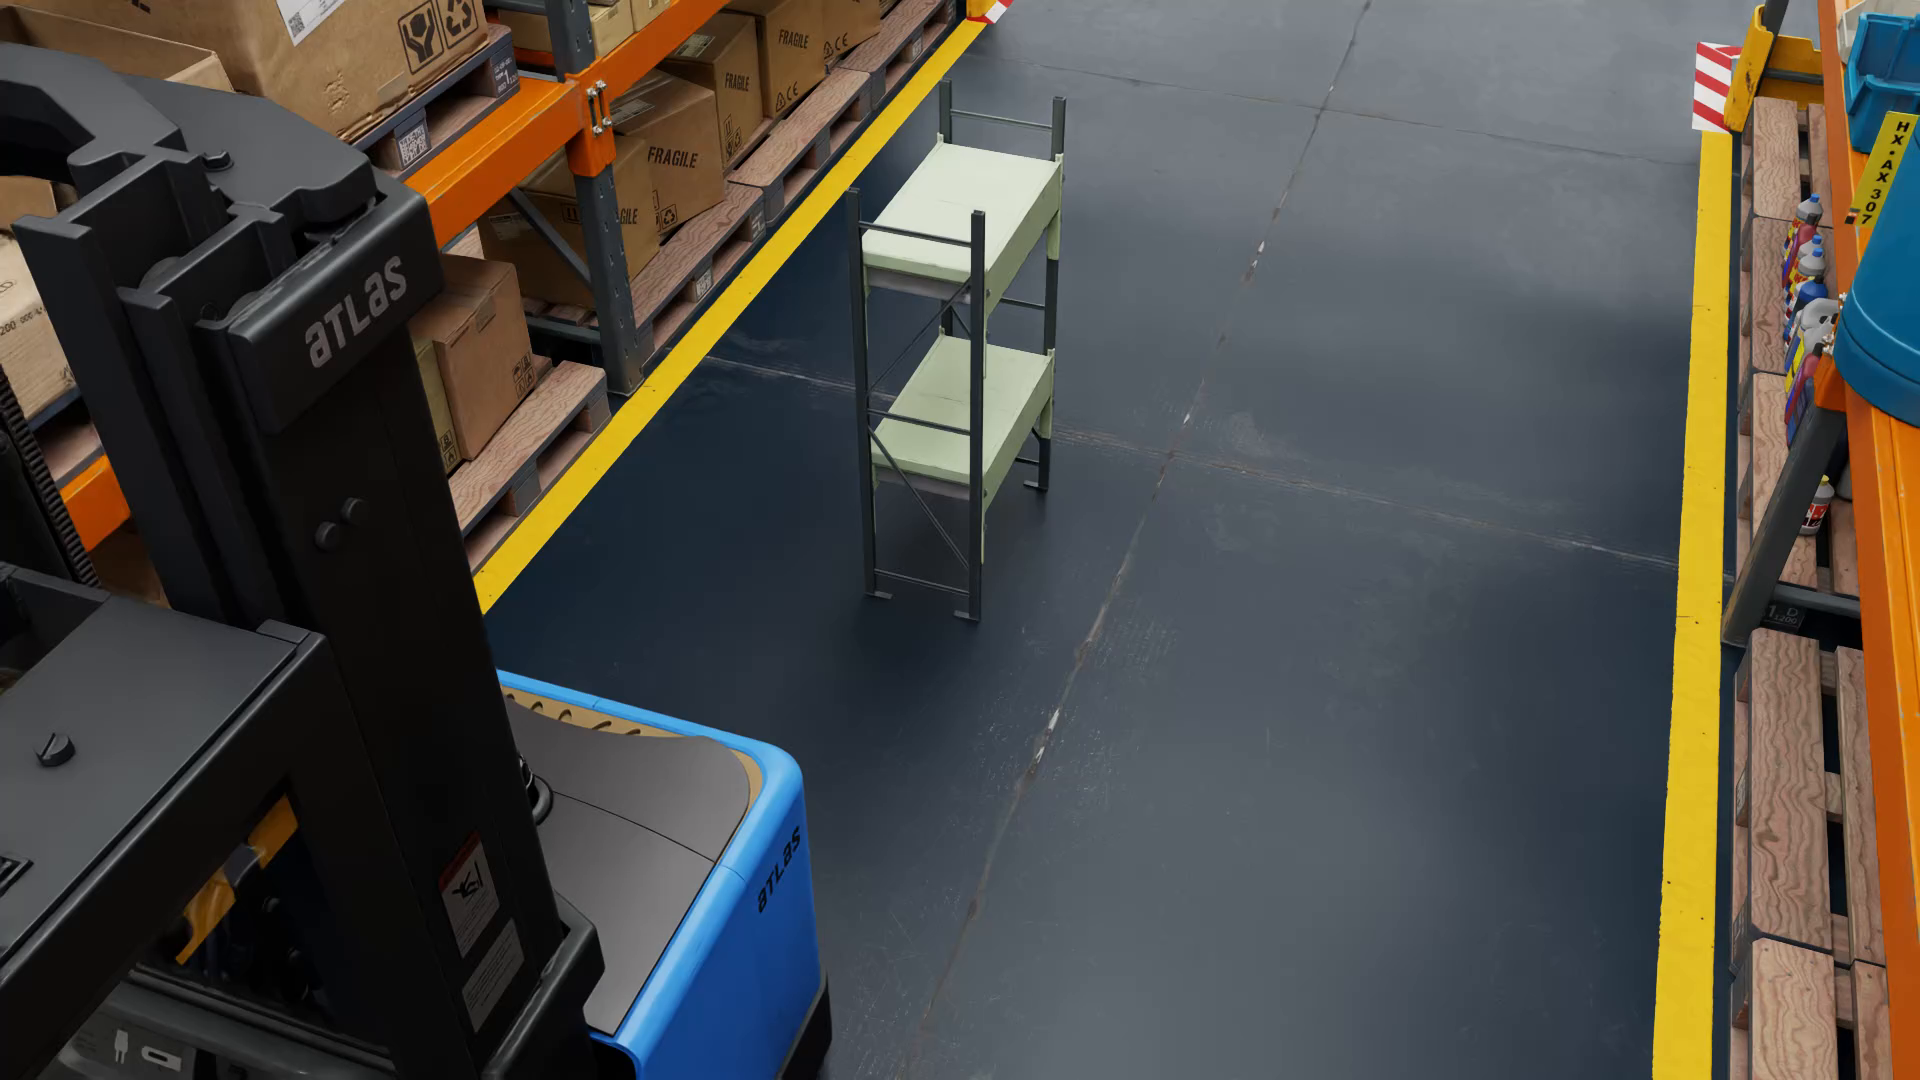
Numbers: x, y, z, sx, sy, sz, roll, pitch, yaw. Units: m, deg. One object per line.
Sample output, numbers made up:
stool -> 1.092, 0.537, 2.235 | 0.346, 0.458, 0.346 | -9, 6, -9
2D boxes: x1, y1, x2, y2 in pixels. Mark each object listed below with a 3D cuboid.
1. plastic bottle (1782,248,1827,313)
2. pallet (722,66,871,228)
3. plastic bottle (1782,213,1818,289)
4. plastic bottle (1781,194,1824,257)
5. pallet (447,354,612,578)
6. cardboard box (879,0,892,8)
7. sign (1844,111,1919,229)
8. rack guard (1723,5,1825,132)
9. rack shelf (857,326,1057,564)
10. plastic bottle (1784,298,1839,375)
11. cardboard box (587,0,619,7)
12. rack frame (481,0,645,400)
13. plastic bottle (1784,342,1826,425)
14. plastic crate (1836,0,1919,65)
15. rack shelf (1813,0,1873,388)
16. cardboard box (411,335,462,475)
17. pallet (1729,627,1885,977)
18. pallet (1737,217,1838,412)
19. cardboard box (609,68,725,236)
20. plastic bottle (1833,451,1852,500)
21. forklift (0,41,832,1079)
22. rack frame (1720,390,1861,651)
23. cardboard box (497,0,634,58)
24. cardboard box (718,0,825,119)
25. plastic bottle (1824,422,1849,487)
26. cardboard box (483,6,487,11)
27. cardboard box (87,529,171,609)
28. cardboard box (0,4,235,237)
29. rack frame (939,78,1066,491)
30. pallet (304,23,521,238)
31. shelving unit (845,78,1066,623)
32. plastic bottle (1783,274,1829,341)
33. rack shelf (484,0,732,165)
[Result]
plastic bottle -> 3.242, -0.993, 6.366 | 0.097, 0.271, 0.097 | 0, 40, 0
pallet -> -1.104, -1.933, 7.853 | 1.003, 0.211, 1.213 | 13, 42, 15
plastic bottle -> 3.299, -1.133, 6.521 | 0.061, 0.283, 0.133 | 14, 42, 16
plastic bottle -> 3.393, -1.263, 6.682 | 0.097, 0.271, 0.097 | 0, 40, 0
pallet -> -1.981, -0.294, 5.932 | 1.003, 0.211, 1.213 | 13, 42, 15
cardboard box -> -0.578, -3.101, 8.676 | 0.500, 0.500, 0.500 | 21, 45, 23
sign -> 2.425, -0.964, 4.356 | 0.100, 0.325, 0.005 | 13, 42, 15
rack guard -> 4.324, -2.162, 7.899 | 1.175, 0.500, 0.348 | 13, 42, 15
rack shelf -> 0.002, -0.327, 5.480 | 0.431, 0.370, 0.720 | 13, 42, 15
plastic bottle -> 3.123, -0.731, 6.055 | 0.152, 0.276, 0.135 | 14, 42, 16
cardboard box -> -1.504, -2.242, 5.760 | 0.875, 0.500, 0.500 | 13, 42, 15
rack frame -> -1.716, -1.830, 5.583 | 1.000, 3.000, 0.127 | 13, 42, 15
plastic bottle -> 2.970, -0.547, 5.834 | 0.061, 0.283, 0.133 | 16, 43, 18
plastic crate -> 3.255, -1.677, 5.607 | 0.530, 0.136, 0.437 | 13, 42, 15
rack shelf -> 3.622, -1.677, 5.958 | 1.077, 0.370, 4.000 | 13, 42, 15
cardboard box -> -2.127, -0.390, 5.483 | 0.700, 0.500, 0.500 | 13, 42, 15
pallet -> 2.706, 0.818, 4.629 | 1.003, 0.211, 1.213 | 13, 42, 15
pallet -> 3.623, -0.817, 6.544 | 1.003, 0.211, 1.213 | 13, 42, 15
cardboard box -> -1.353, -1.625, 6.945 | 0.500, 0.500, 0.500 | 27, 47, 28
plastic bottle -> 3.023, -0.315, 5.510 | 0.144, 0.351, 0.185 | 13, 42, 15
forklift -> -1.296, 0.952, 2.376 | 1.130, 2.935, 3.031 | 13, 42, 15
rack frame -> 2.938, -0.730, 4.295 | 1.000, 3.000, 0.127 | 13, 42, 15
cardboard box -> -1.360, -1.798, 5.740 | 0.380, 0.149, 0.250 | 13, 42, 15
cardboard box -> -0.982, -2.351, 7.797 | 0.500, 0.500, 0.500 | 17, 43, 19
plastic bottle -> 2.888, -0.347, 5.547 | 0.144, 0.351, 0.185 | 12, 42, 14
cardboard box -> -1.919, -1.930, 5.895 | 0.380, 0.149, 0.250 | 13, 42, 15
cardboard box -> -2.509, 0.292, 4.684 | 0.700, 0.500, 0.500 | 17, 43, 19
cardboard box -> -2.222, -0.951, 4.150 | 0.797, 0.503, 0.637 | 18, 43, 19
rack frame -> 0.127, -0.798, 5.530 | 0.400, 1.500, 0.023 | 13, 42, 15
pallet -> -2.114, -1.323, 5.137 | 1.003, 0.211, 1.213 | 13, 42, 15
shelving unit -> 0.002, -0.575, 5.268 | 0.431, 1.500, 0.755 | 13, 42, 15
plastic bottle -> 3.172, -0.869, 6.221 | 0.097, 0.271, 0.097 | 0, 40, 0
rack shelf -> -1.032, -2.776, 7.247 | 1.077, 0.370, 4.000 | 13, 42, 15
